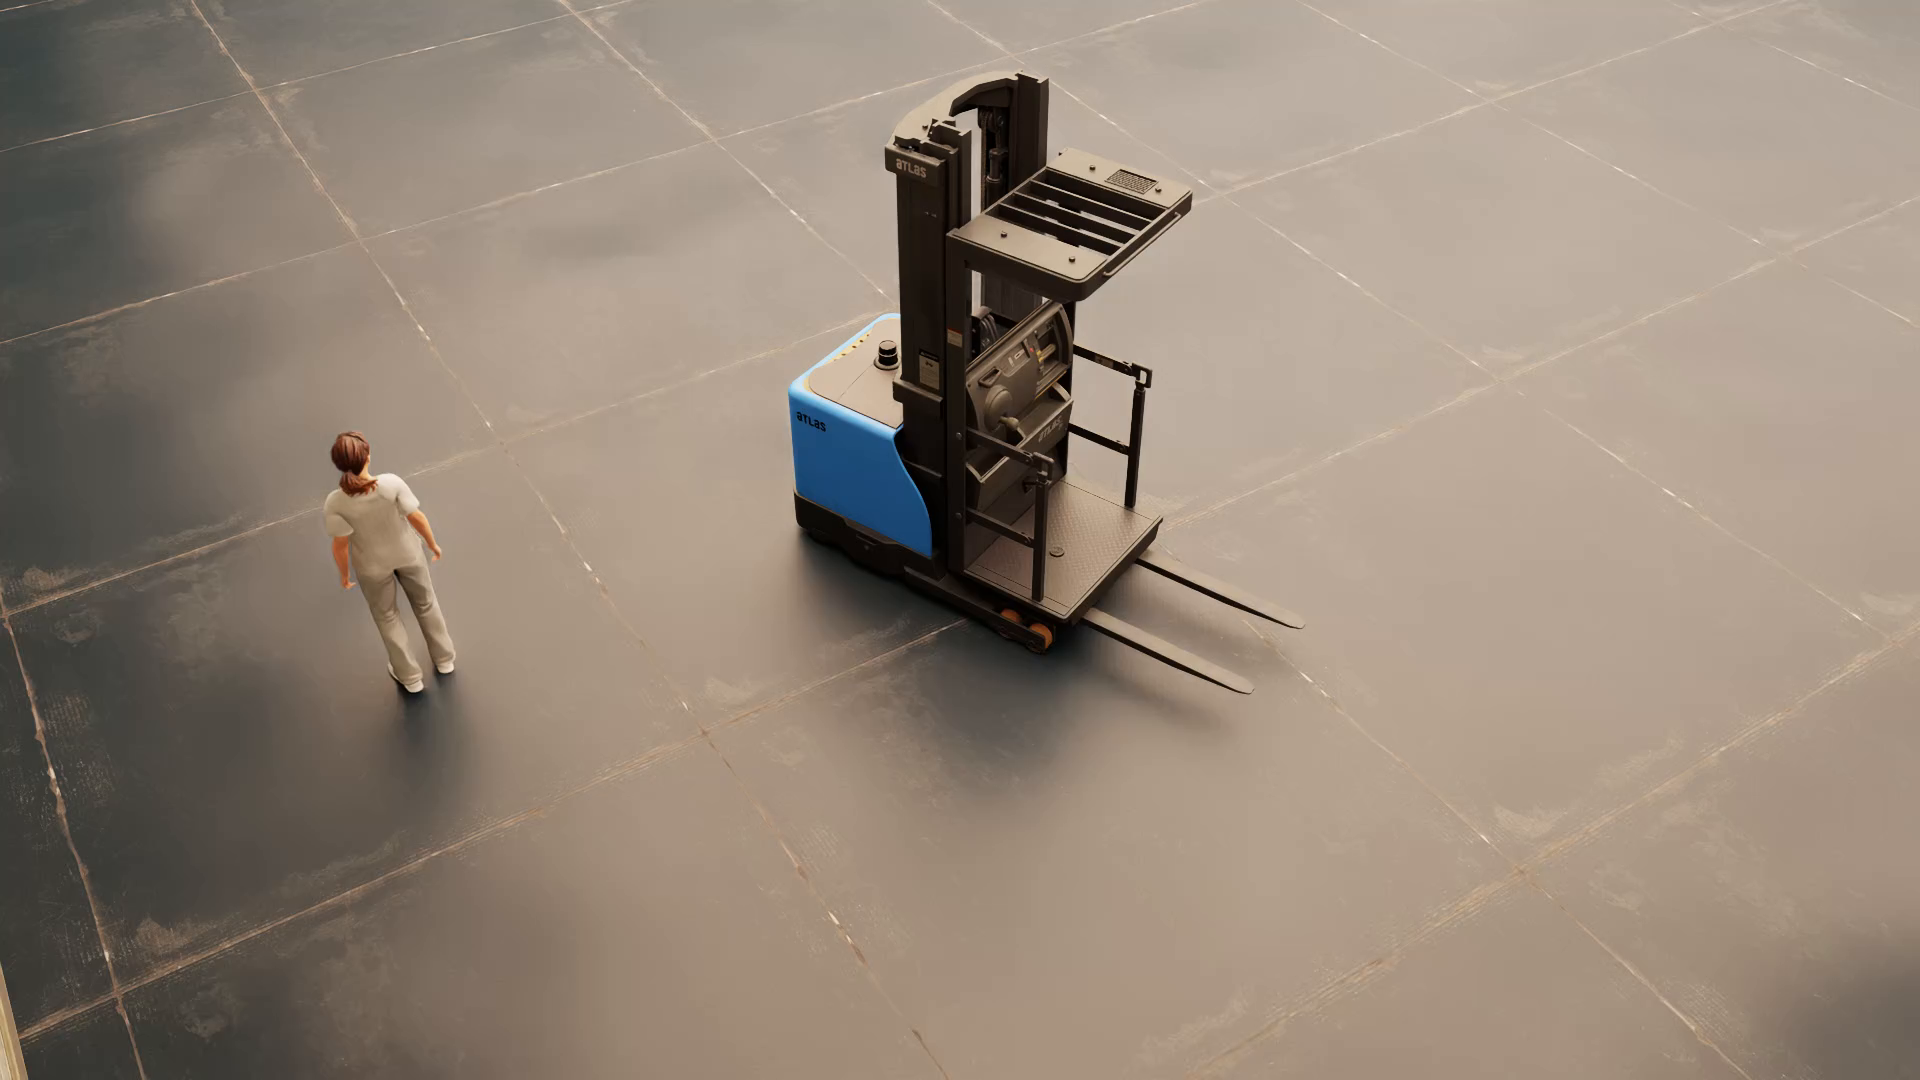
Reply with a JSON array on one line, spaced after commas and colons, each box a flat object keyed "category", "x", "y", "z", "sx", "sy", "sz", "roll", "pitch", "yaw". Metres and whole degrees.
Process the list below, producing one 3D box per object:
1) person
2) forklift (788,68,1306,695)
[{"category": "person", "x": -2.996, "y": 0.095, "z": 8.720, "sx": 0.528, "sy": 1.673, "sz": 0.400, "roll": -21, "pitch": 45, "yaw": -22}, {"category": "forklift", "x": 0.496, "y": -0.872, "z": 8.869, "sx": 3.031, "sy": 2.935, "sz": 1.130, "roll": 25, "pitch": 47, "yaw": 26}]
